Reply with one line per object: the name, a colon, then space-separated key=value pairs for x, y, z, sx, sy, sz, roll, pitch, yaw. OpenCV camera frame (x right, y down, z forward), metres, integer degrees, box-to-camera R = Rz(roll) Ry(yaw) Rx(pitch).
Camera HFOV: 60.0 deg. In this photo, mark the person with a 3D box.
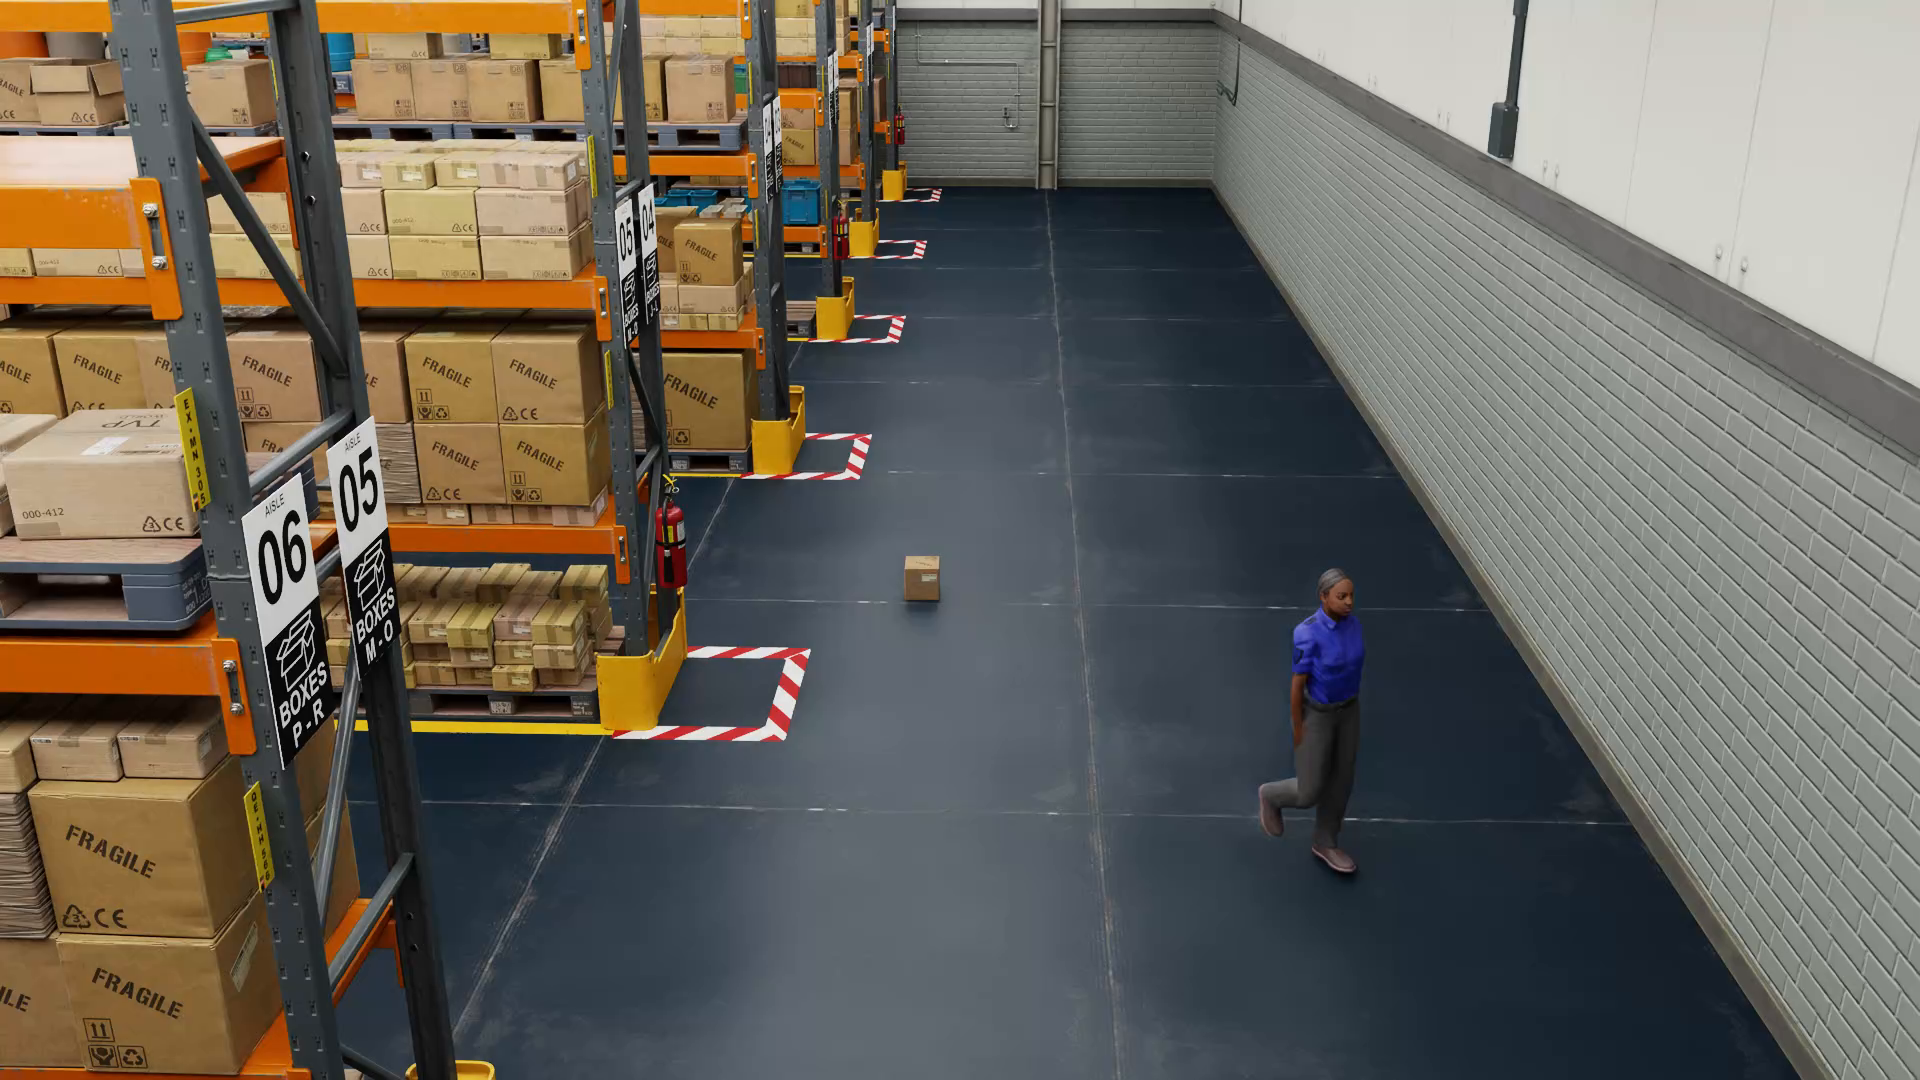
person: x=1.862 y=0.911 z=8.643 sx=0.440 sy=1.644 sz=0.578 roll=-12 pitch=24 yaw=-28
